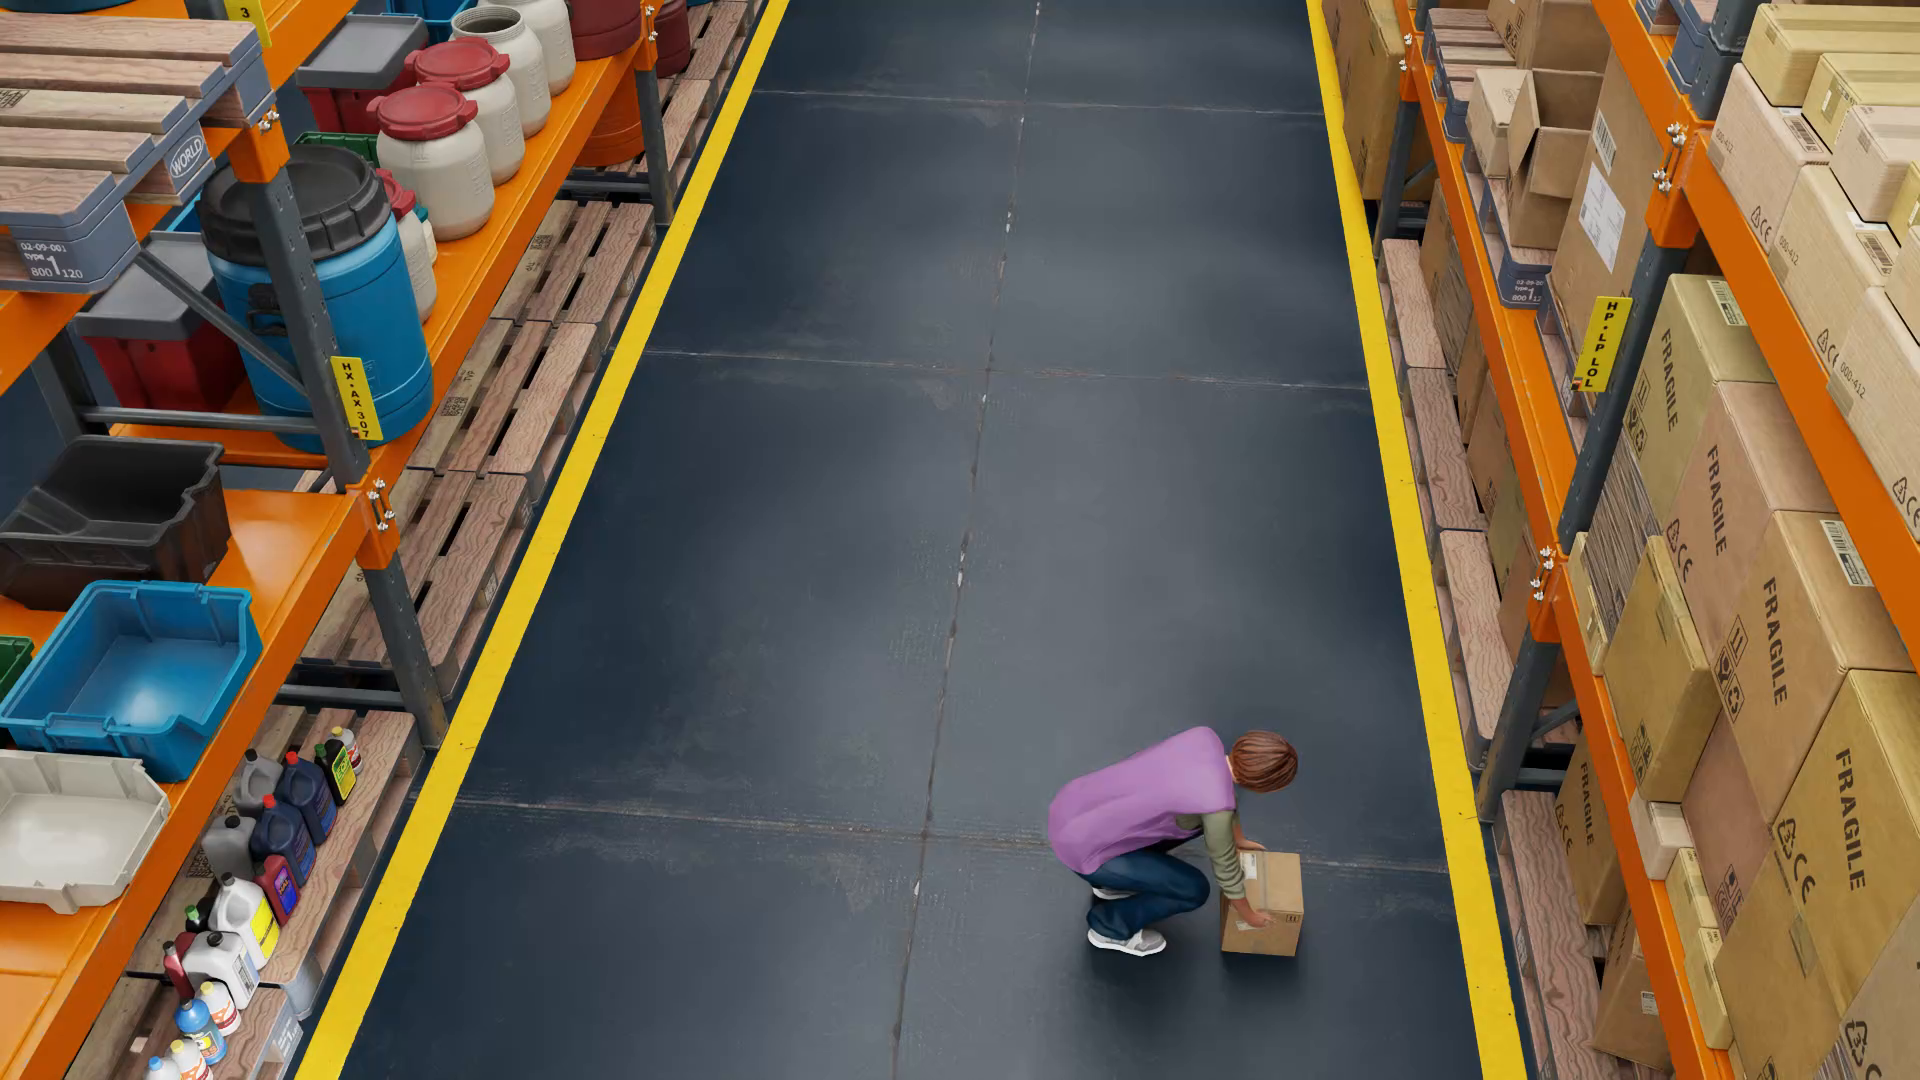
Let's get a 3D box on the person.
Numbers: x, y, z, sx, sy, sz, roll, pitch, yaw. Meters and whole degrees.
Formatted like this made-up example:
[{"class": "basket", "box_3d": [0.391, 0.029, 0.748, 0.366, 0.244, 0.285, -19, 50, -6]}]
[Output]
[{"class": "person", "box_3d": [0.702, 1.013, 5.587, 0.801, 0.816, 0.442, 3, 41, 4]}]
